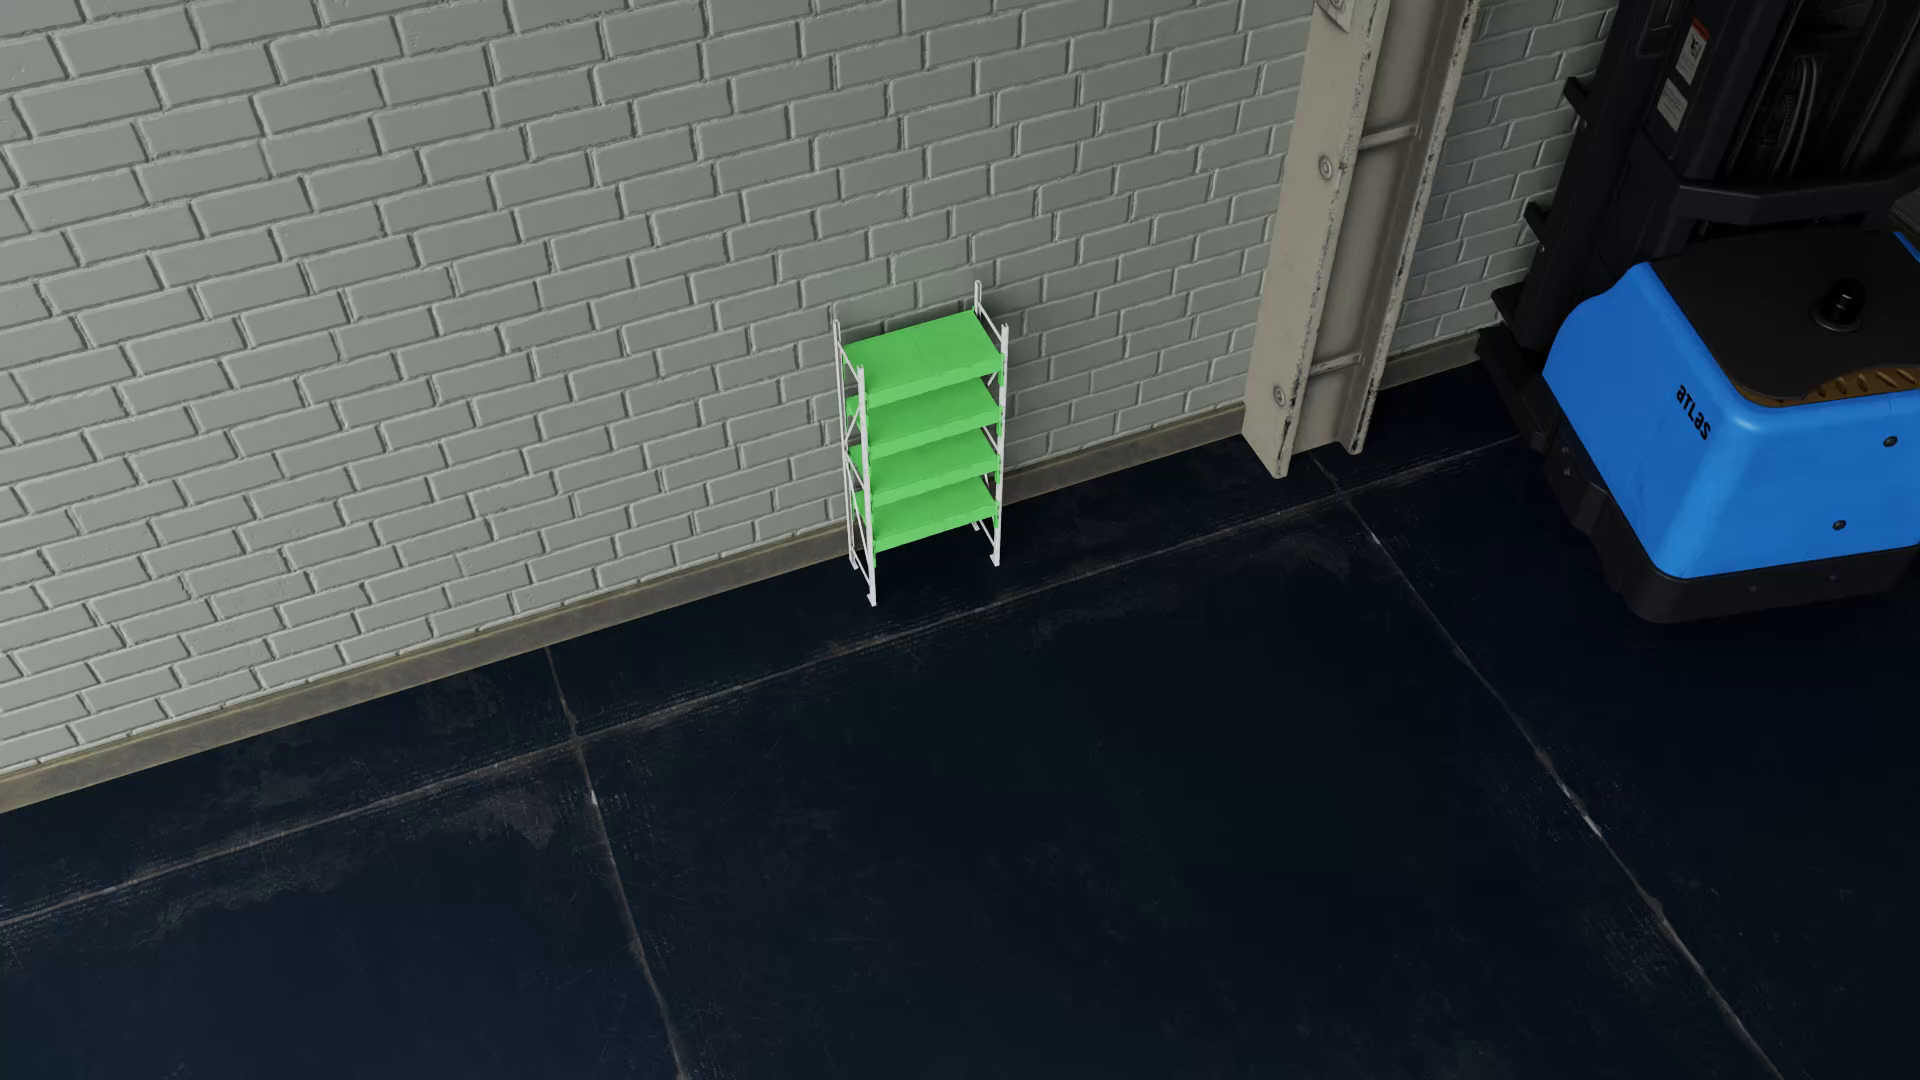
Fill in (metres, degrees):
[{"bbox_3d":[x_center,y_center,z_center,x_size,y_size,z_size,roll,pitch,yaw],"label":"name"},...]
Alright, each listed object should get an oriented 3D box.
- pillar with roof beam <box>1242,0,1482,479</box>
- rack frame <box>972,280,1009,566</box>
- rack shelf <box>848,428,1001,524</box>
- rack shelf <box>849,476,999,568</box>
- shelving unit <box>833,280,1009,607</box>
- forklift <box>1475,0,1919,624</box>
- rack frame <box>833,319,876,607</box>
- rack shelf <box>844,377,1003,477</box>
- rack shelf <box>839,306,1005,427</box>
[{"bbox_3d":[2.976,-0.309,0.584,0.400,9.000,9.100,-17,52,-14],"label":"pillar with roof beam"},{"bbox_3d":[0.097,-0.372,5.775,0.015,1.200,0.240,-18,53,-15],"label":"rack frame"},{"bbox_3d":[-0.129,-0.260,5.763,0.480,0.148,0.258,-18,53,-15],"label":"rack shelf"},{"bbox_3d":[-0.130,-0.107,5.948,0.480,0.148,0.258,-18,53,-15],"label":"rack shelf"},{"bbox_3d":[-0.128,-0.301,5.714,0.503,1.200,0.258,-18,53,-15],"label":"shelving unit"},{"bbox_3d":[2.658,-1.797,5.861,1.130,2.935,3.031,-8,50,-7],"label":"forklift"},{"bbox_3d":[-0.353,-0.229,5.652,0.015,1.200,0.240,-18,53,-15],"label":"rack frame"},{"bbox_3d":[-0.127,-0.413,5.578,0.480,0.148,0.258,-18,53,-15],"label":"rack shelf"},{"bbox_3d":[-0.125,-0.566,5.394,0.480,0.148,0.258,-18,53,-15],"label":"rack shelf"}]
